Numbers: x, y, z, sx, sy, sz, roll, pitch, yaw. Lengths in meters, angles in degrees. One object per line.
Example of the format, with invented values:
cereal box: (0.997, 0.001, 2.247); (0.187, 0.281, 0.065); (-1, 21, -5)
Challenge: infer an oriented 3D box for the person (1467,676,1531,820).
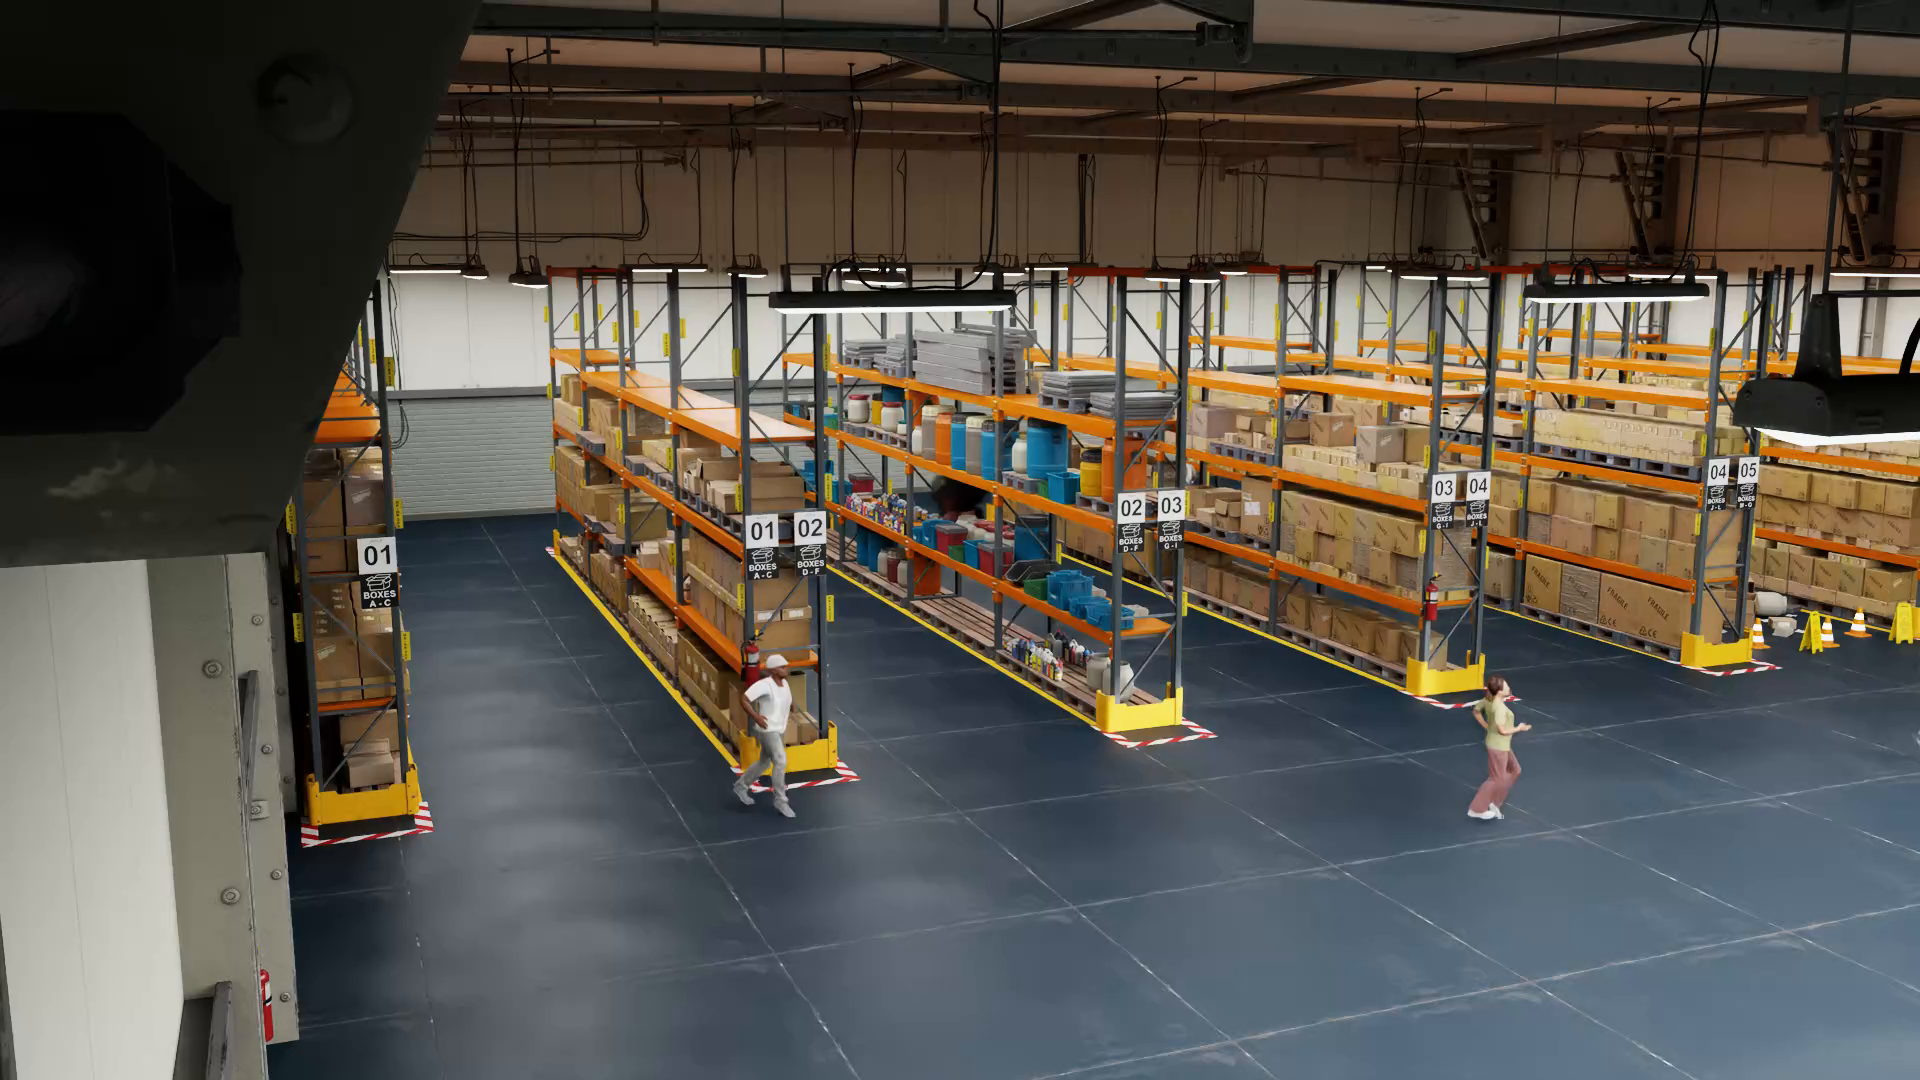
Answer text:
person: (6.004, 2.331, 18.517); (0.620, 1.678, 0.561); (1, 10, 6)

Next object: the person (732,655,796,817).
person: (-2.166, 2.193, 19.073); (0.823, 1.793, 0.705); (3, 10, 17)

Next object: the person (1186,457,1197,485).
person: (5.031, -1.096, 37.763); (0.690, 1.818, 0.860); (-3, 10, -19)
